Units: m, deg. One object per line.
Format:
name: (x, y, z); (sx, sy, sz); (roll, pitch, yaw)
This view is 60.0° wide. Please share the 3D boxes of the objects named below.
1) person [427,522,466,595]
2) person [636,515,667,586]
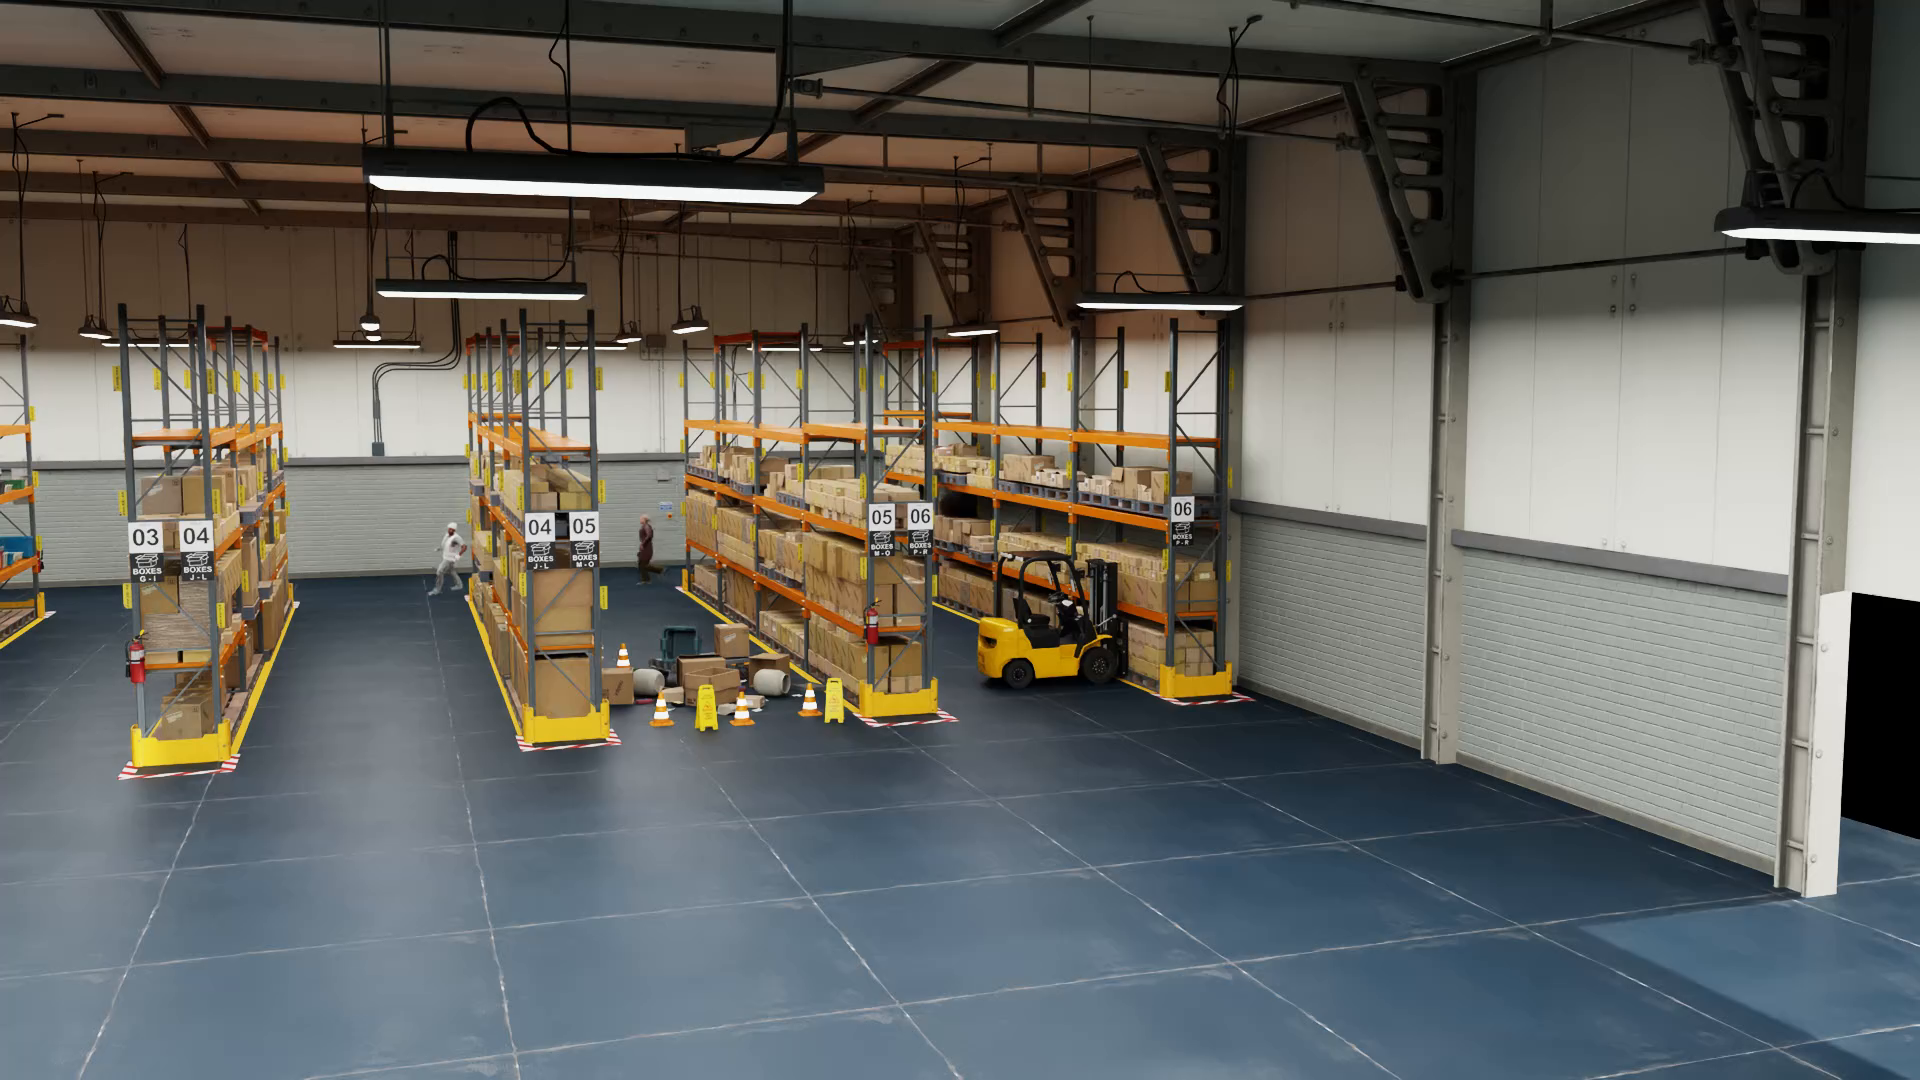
person: (-12.129, 0.431, 39.245); (0.909, 1.725, 0.820); (-2, 6, -19)
person: (-7.618, 0.254, 40.958); (0.760, 1.769, 0.727); (-1, 5, -9)
